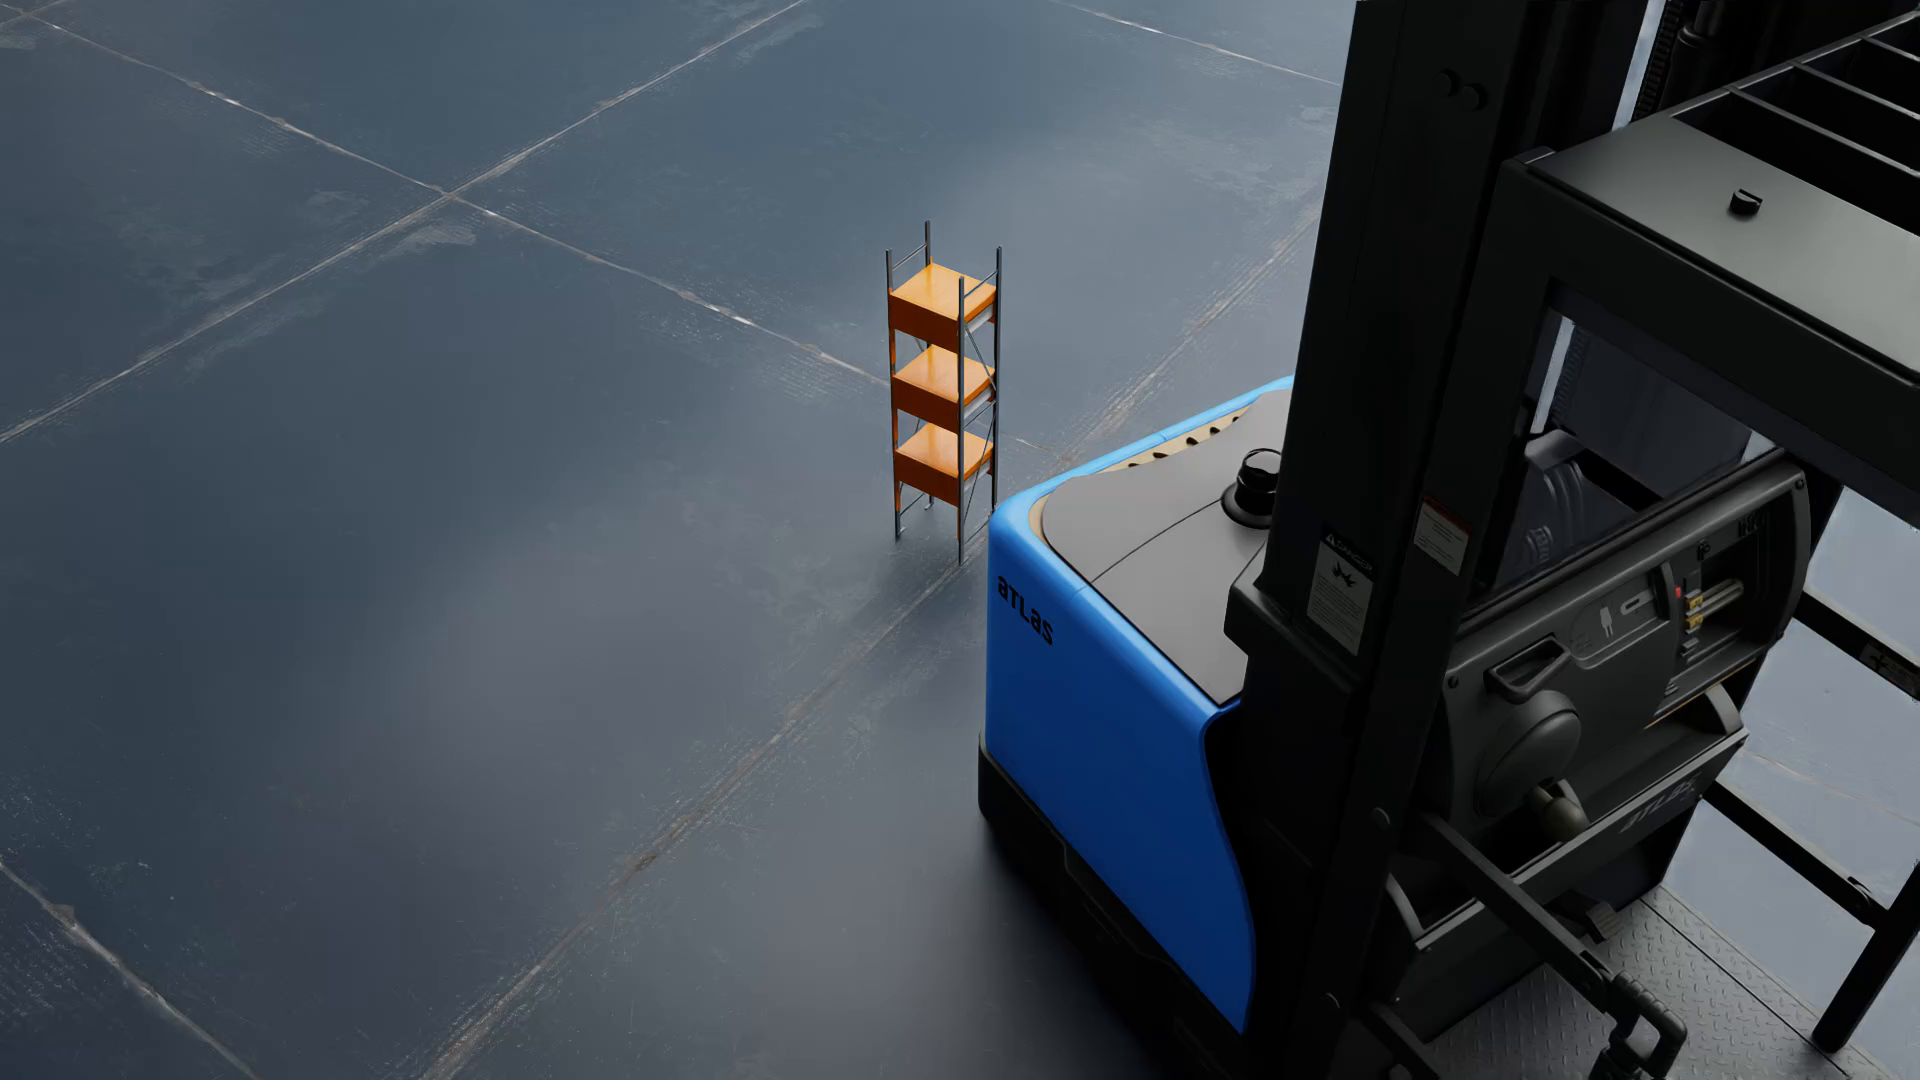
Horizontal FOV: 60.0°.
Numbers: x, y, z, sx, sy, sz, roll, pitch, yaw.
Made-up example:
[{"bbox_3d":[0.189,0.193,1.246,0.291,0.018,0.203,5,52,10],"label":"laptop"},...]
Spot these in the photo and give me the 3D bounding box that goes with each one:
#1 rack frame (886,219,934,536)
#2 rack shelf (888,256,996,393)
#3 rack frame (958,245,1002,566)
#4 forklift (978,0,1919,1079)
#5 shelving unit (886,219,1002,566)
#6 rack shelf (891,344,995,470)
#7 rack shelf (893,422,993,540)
[{"bbox_3d":[-0.144,-0.458,4.975,0.008,1.050,0.200,25,48,25],"label":"rack frame"},{"bbox_3d":[-0.044,-0.615,4.741,0.240,0.259,0.215,25,48,25],"label":"rack shelf"},{"bbox_3d":[0.056,-0.365,4.871,0.008,1.050,0.200,25,48,25],"label":"rack frame"},{"bbox_3d":[1.283,0.271,2.749,1.130,2.935,3.031,-24,47,-24],"label":"forklift"},{"bbox_3d":[-0.044,-0.412,4.923,0.252,1.050,0.215,25,48,25],"label":"shelving unit"},{"bbox_3d":[-0.044,-0.404,4.930,0.240,0.259,0.215,25,48,25],"label":"rack shelf"},{"bbox_3d":[-0.044,-0.197,5.115,0.240,0.259,0.215,25,48,25],"label":"rack shelf"}]
